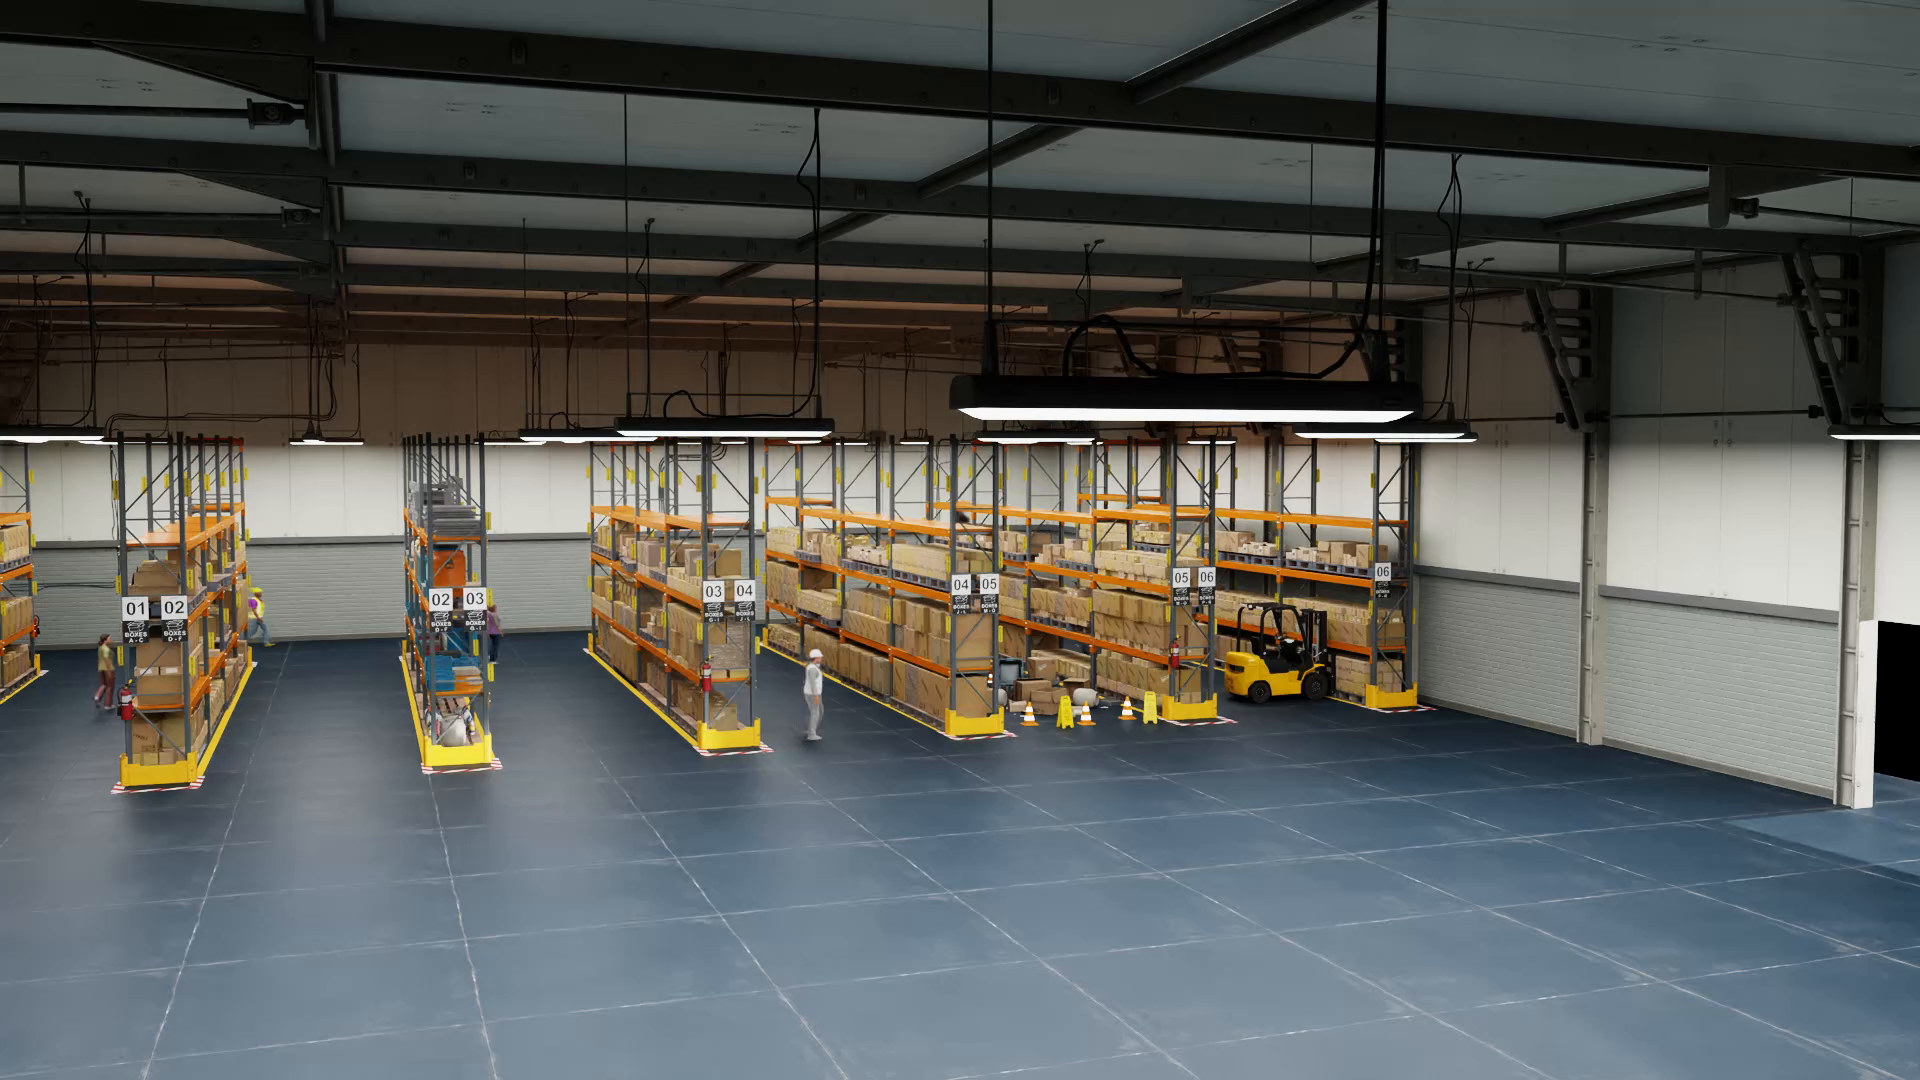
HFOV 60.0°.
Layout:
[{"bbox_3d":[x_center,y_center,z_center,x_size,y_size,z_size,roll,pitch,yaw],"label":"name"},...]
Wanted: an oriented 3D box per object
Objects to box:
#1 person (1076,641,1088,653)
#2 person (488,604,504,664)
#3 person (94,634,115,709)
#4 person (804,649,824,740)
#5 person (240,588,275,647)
[{"bbox_3d":[3.363,2.275,46.302,0.579,1.690,0.793,-2,4,-31],"label":"person"},{"bbox_3d":[-12.258,2.497,43.851,0.478,1.629,0.450,3,4,42],"label":"person"},{"bbox_3d":[-18.640,2.867,36.226,0.447,1.664,0.523,1,3,16],"label":"person"},{"bbox_3d":[-2.868,3.049,32.704,0.404,1.805,0.661,0,3,-2],"label":"person"},{"bbox_3d":[-20.168,2.227,47.654,0.969,1.724,0.578,0,3,-2],"label":"person"}]
